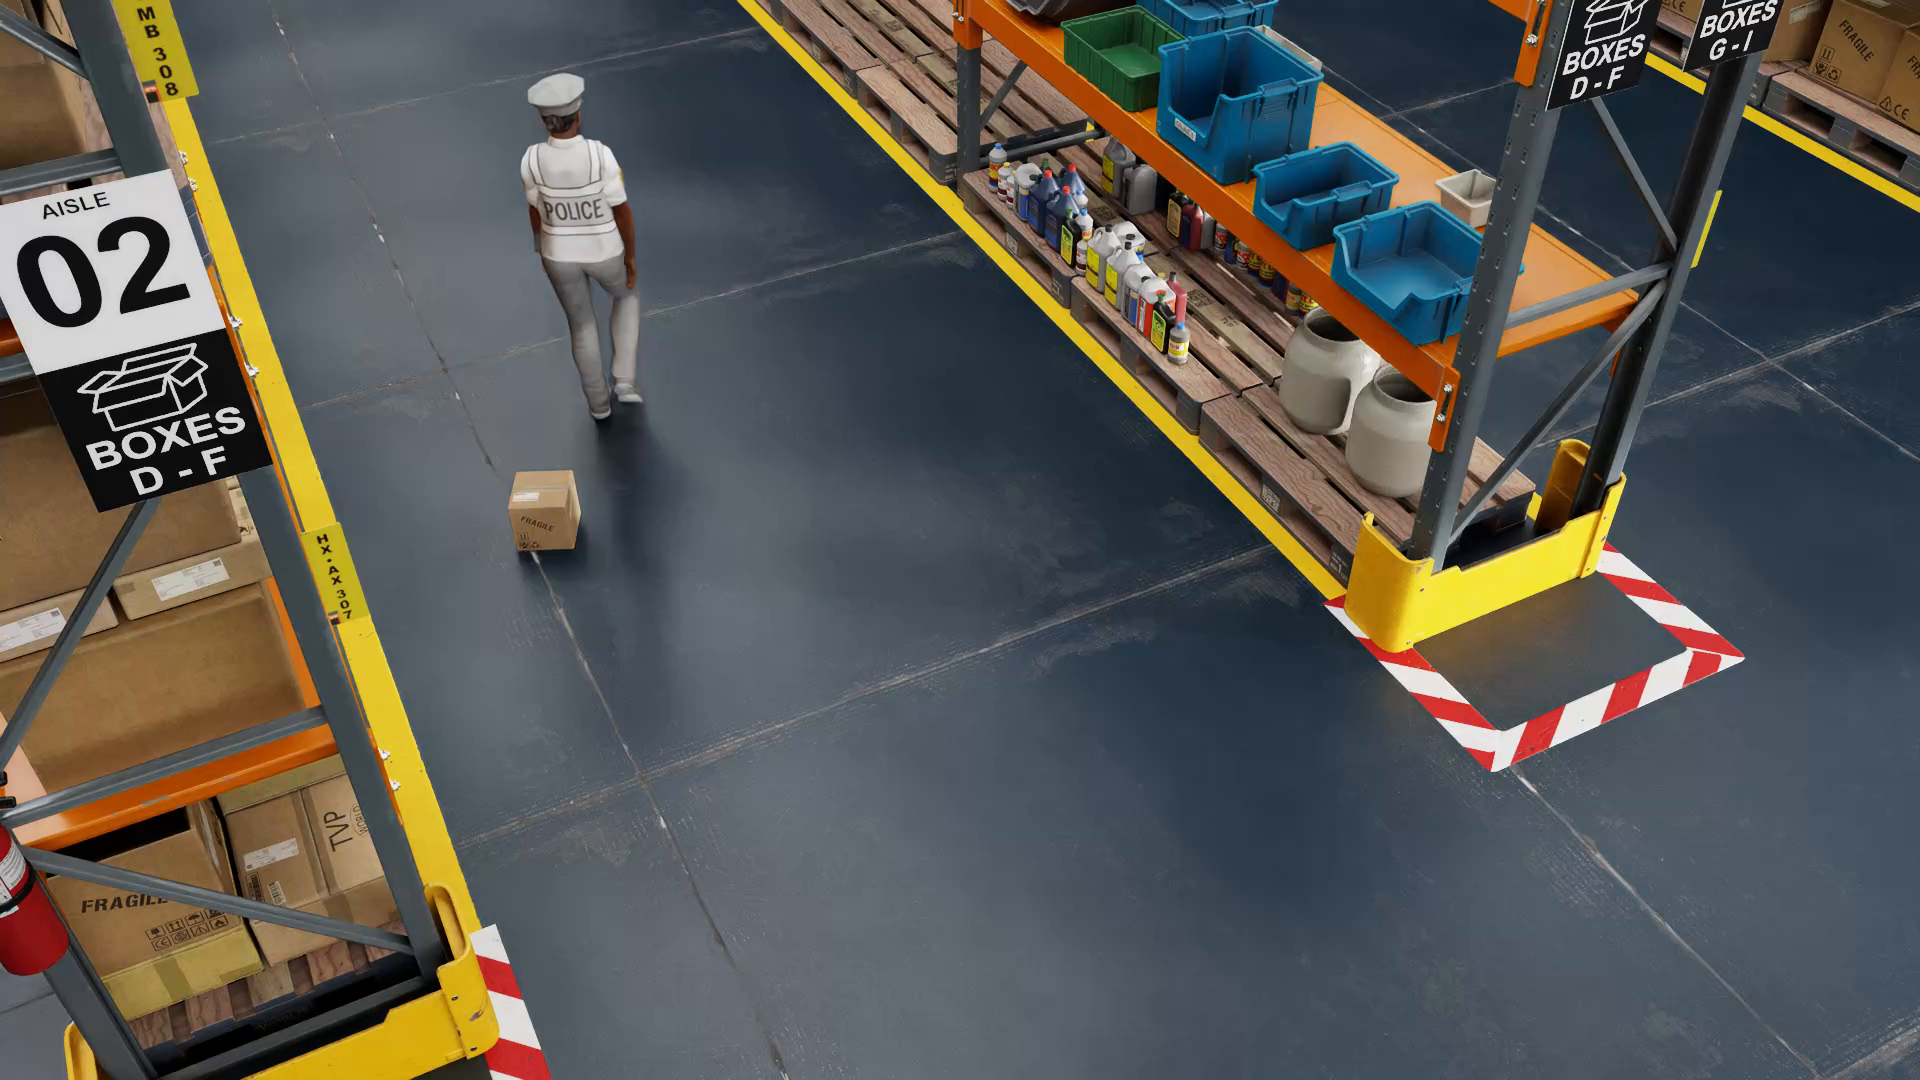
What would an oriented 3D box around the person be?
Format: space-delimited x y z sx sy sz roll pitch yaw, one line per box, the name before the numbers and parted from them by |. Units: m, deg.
person | -1.705 -1.310 7.624 0.458 1.687 0.409 -6 42 -7
